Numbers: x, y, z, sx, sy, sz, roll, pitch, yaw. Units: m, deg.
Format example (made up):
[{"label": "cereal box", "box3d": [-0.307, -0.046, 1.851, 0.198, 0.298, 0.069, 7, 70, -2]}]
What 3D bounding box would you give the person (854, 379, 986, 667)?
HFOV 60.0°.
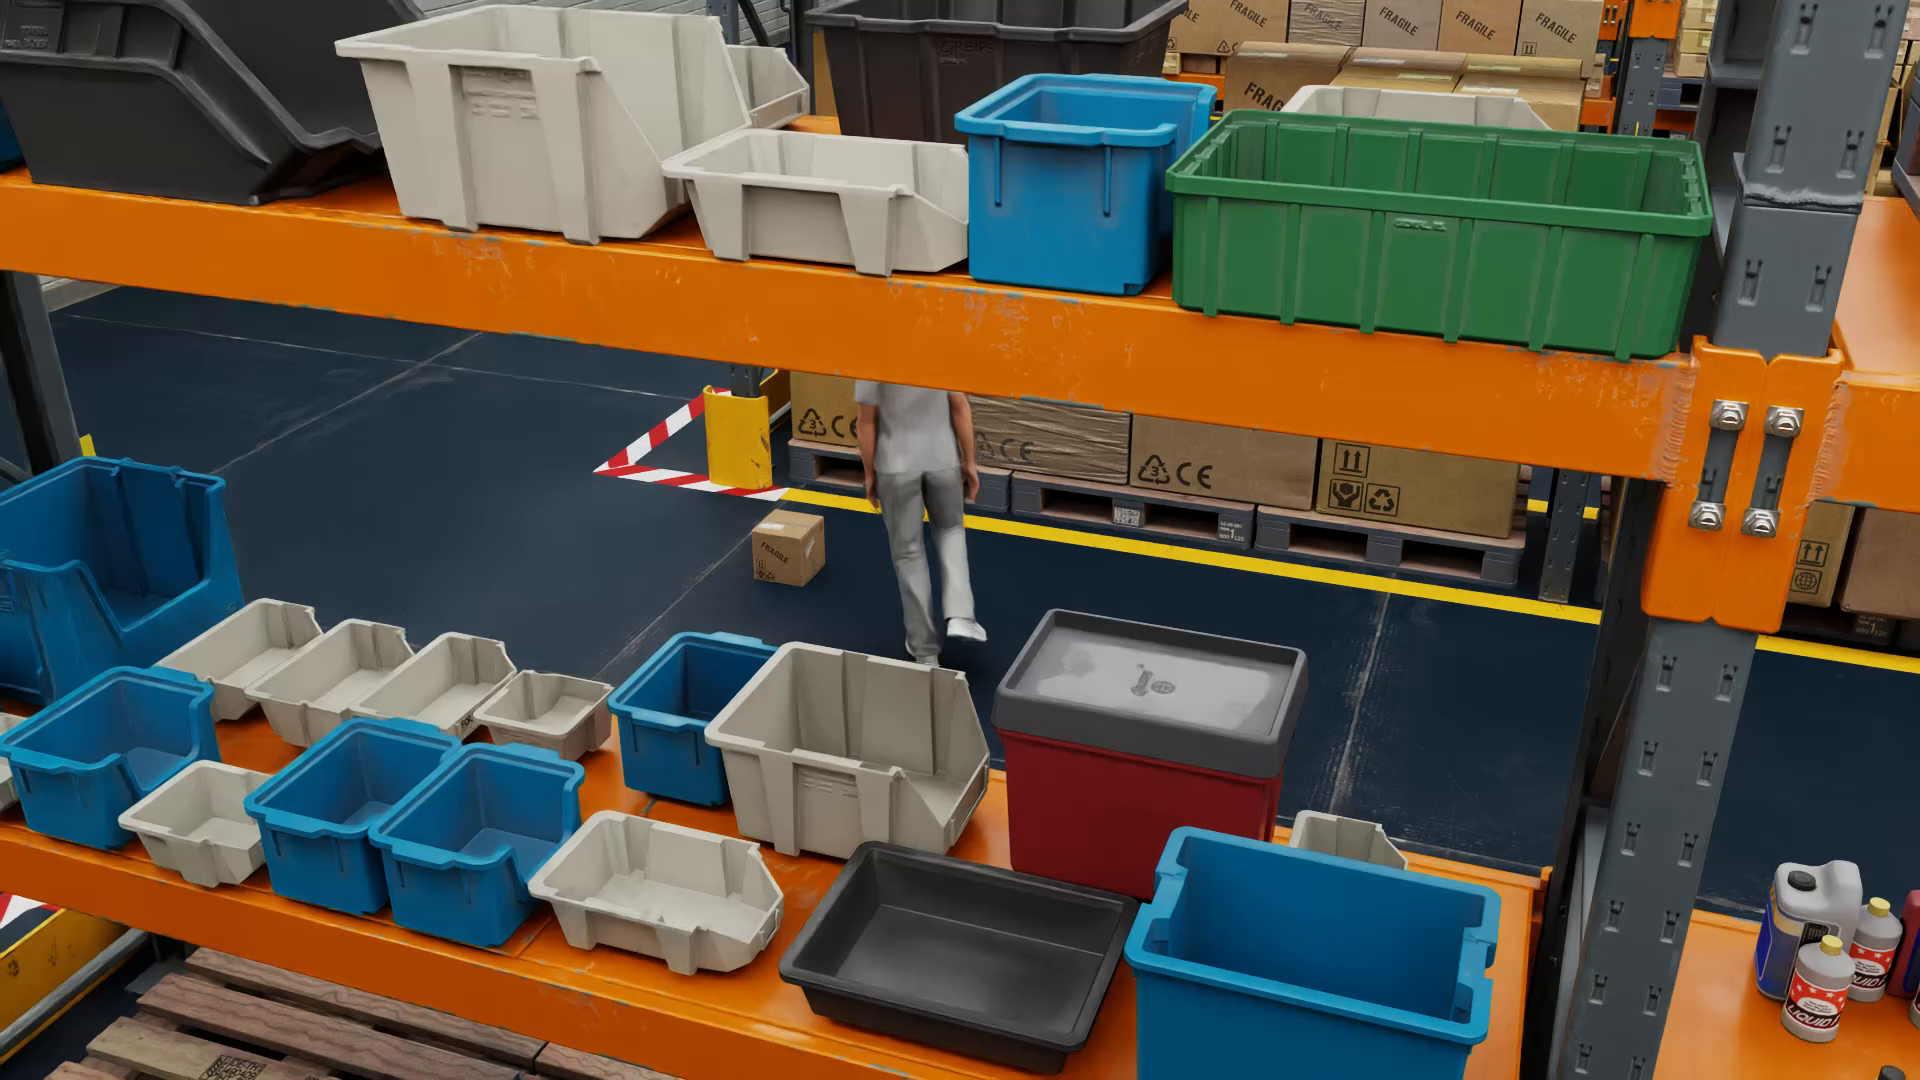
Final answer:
[{"label": "person", "box3d": [-0.153, -0.258, 6.617, 0.510, 1.664, 0.480, -6, 27, -13]}]
